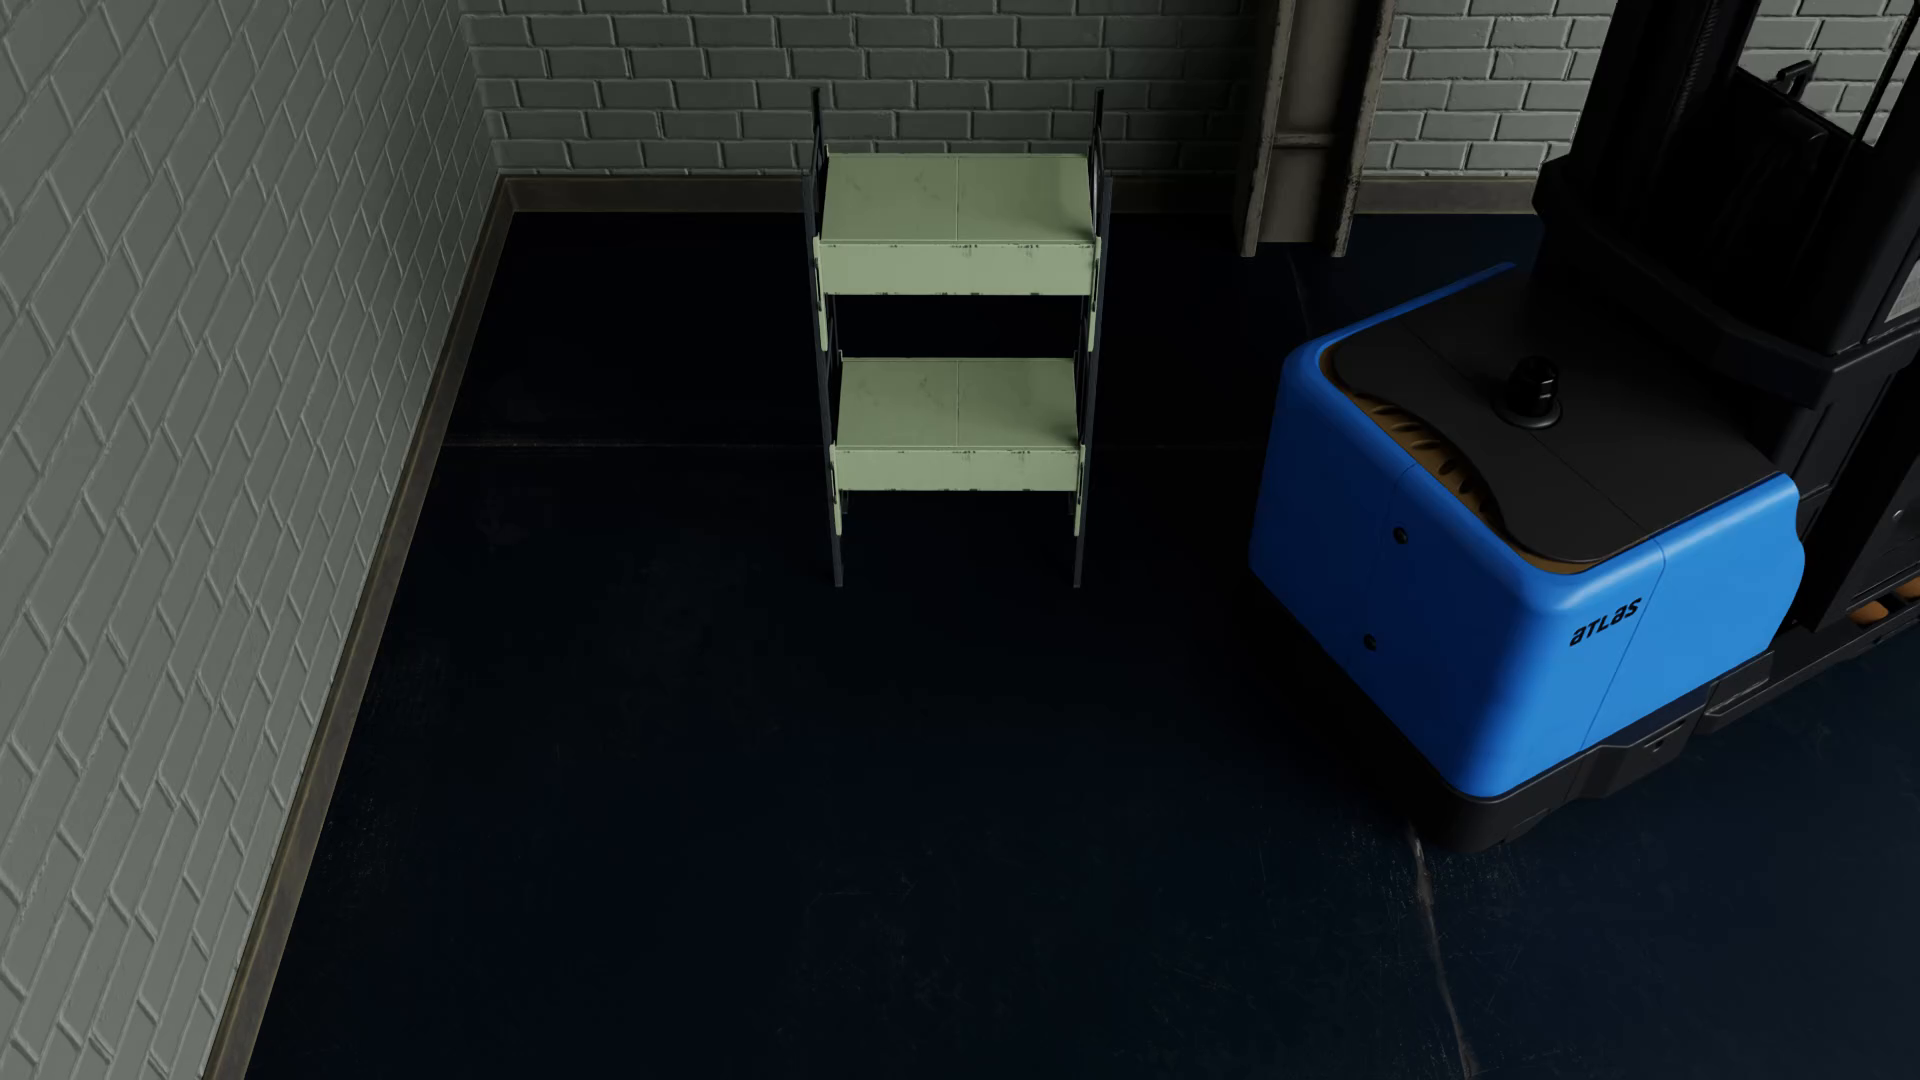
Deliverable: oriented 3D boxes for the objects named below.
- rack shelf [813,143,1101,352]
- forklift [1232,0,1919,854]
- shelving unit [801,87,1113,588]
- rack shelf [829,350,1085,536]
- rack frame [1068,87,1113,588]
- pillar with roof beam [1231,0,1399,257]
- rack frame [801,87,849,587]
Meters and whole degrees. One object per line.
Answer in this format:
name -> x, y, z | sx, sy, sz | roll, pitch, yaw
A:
rack shelf -> -0.007, -0.777, 4.415 | 0.720, 0.370, 0.431 | 0, 47, 0
forklift -> 2.344, -0.976, 4.156 | 3.031, 2.935, 1.130 | -23, 51, -20
shelving unit -> -0.007, -0.511, 4.701 | 0.755, 1.500, 0.431 | 0, 47, 0
rack shelf -> -0.007, -0.289, 4.940 | 0.720, 0.370, 0.431 | 0, 47, 0
rack frame -> 0.359, -0.510, 4.700 | 0.023, 1.500, 0.400 | 0, 47, 0
pillar with roof beam -> 1.231, -1.091, 0.117 | 0.400, 9.000, 9.100 | 0, 47, 0
rack frame -> -0.373, -0.512, 4.702 | 0.023, 1.500, 0.400 | 0, 47, 0
